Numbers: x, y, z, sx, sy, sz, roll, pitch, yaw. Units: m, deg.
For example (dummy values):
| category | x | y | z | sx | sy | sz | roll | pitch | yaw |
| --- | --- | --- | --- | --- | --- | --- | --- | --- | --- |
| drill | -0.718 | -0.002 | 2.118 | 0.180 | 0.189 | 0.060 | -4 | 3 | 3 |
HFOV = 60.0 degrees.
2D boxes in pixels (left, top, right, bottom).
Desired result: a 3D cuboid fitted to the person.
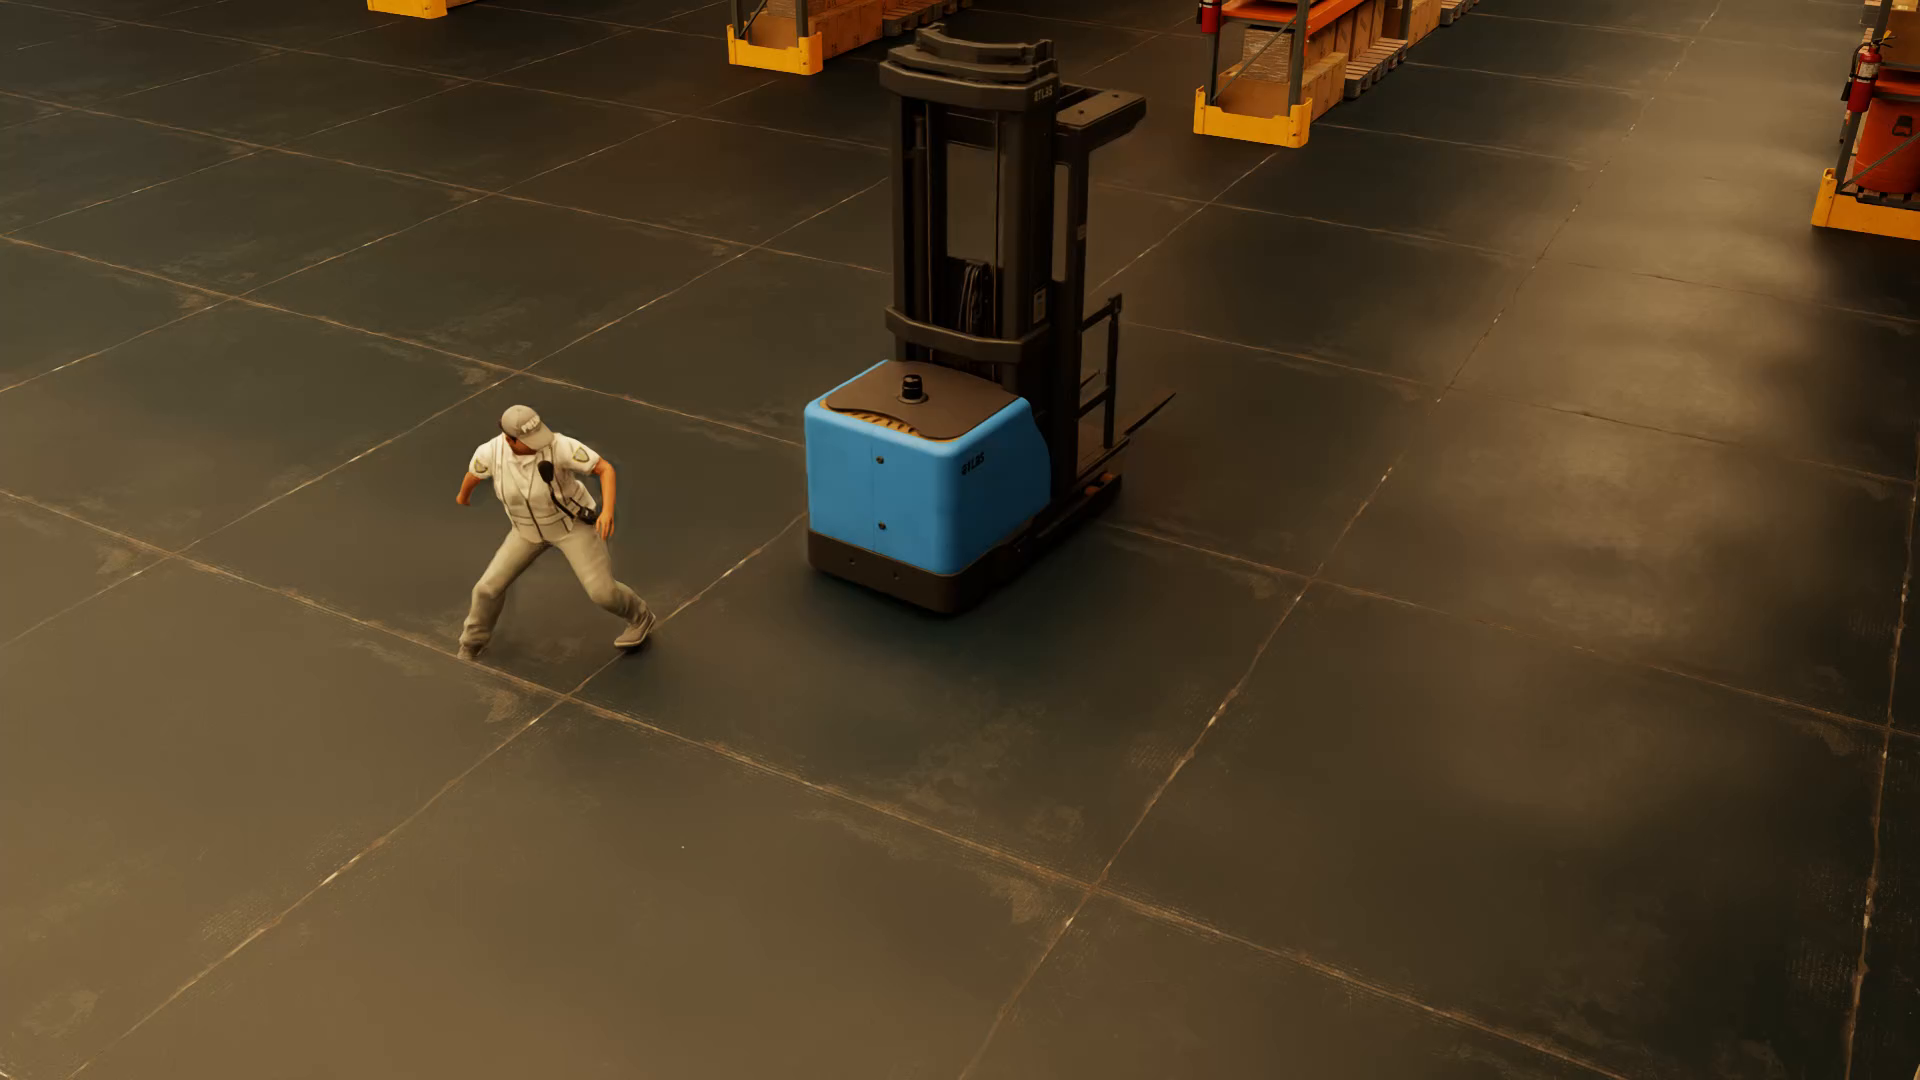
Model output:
| category | x | y | z | sx | sy | sz | roll | pitch | yaw |
| --- | --- | --- | --- | --- | --- | --- | --- | --- | --- |
| person | -2.199 | -0.013 | 8.648 | 1.025 | 1.625 | 0.538 | 5 | 30 | 8 |

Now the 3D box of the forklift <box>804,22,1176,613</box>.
| category | x | y | z | sx | sy | sz | roll | pitch | yaw |
| --- | --- | --- | --- | --- | --- | --- | --- | --- | --- |
| forklift | 0.355 | -1.558 | 9.771 | 1.130 | 2.935 | 3.031 | 18 | 35 | 29 |
